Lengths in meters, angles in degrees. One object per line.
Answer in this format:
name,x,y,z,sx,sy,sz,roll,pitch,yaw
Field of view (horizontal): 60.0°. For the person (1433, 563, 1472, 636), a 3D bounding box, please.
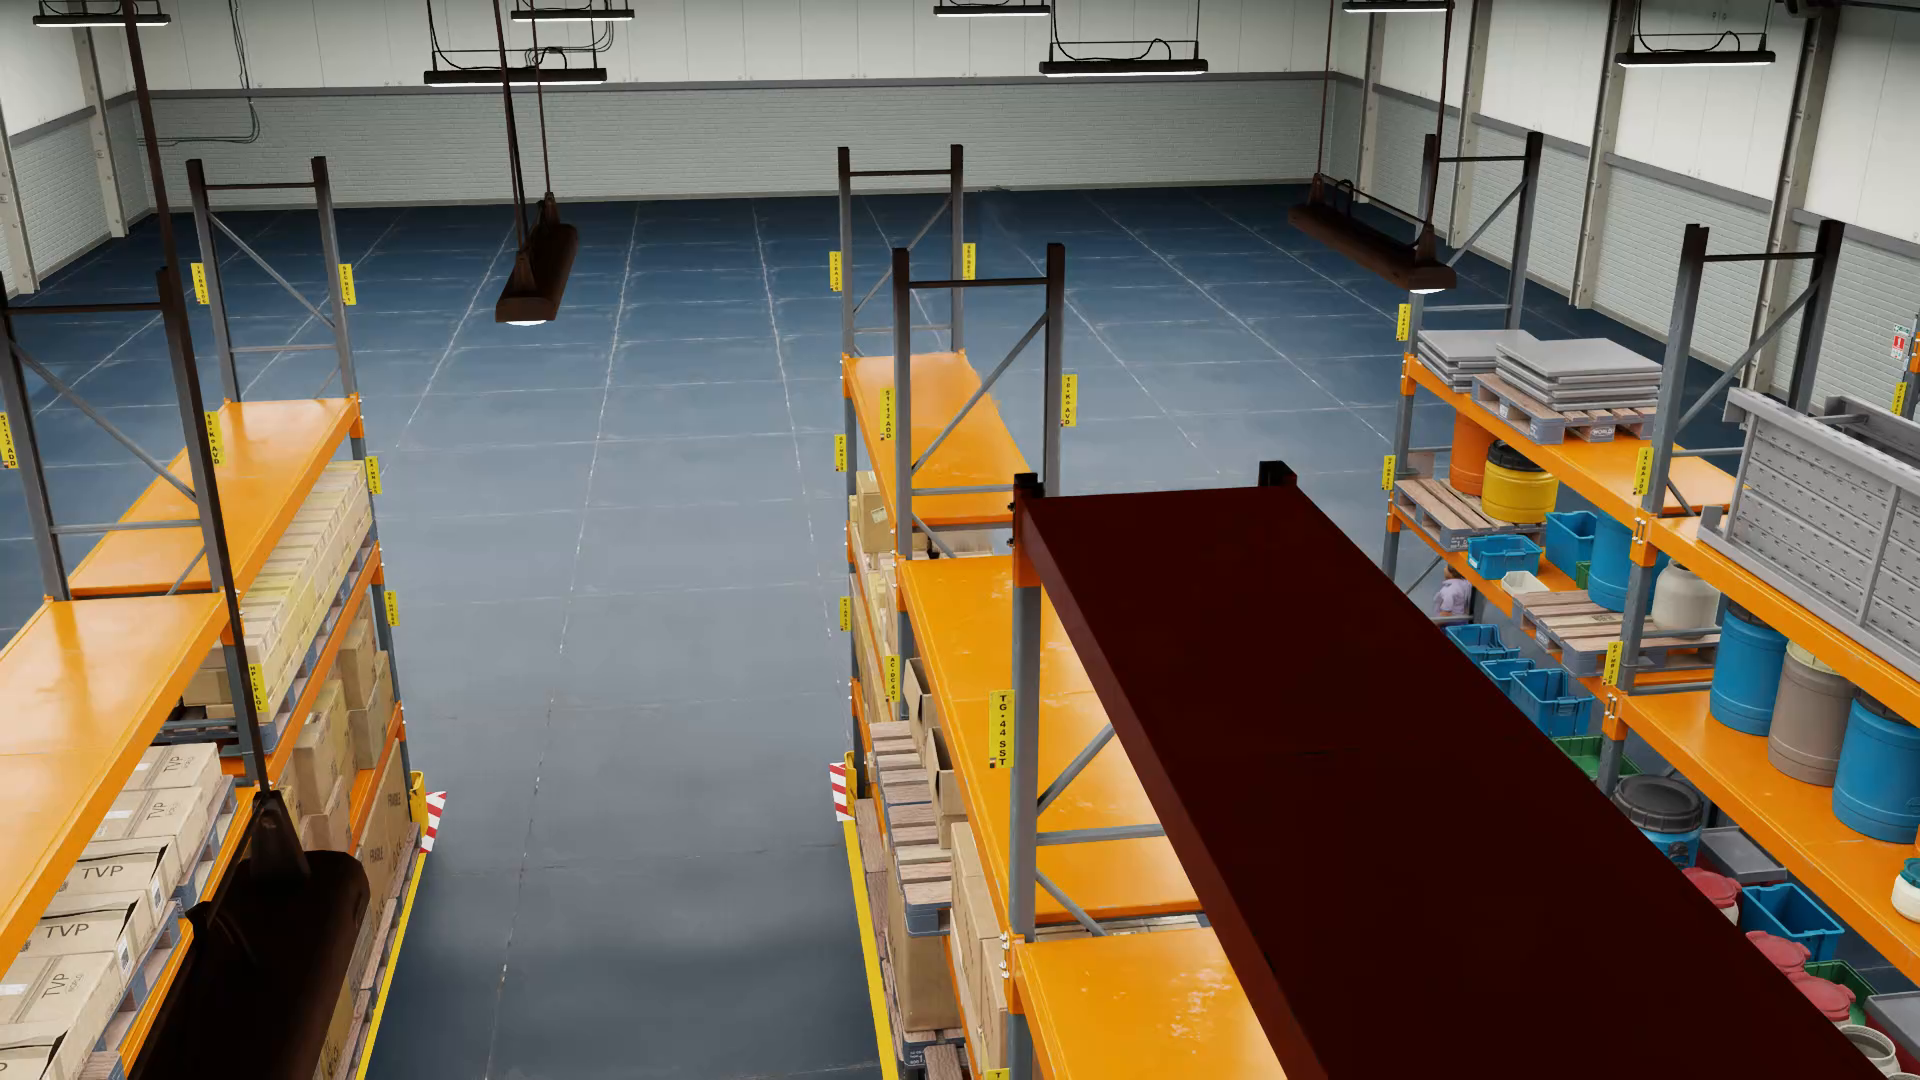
person,5.078,0.967,17.049,0.586,1.616,0.692,-20,29,-40
